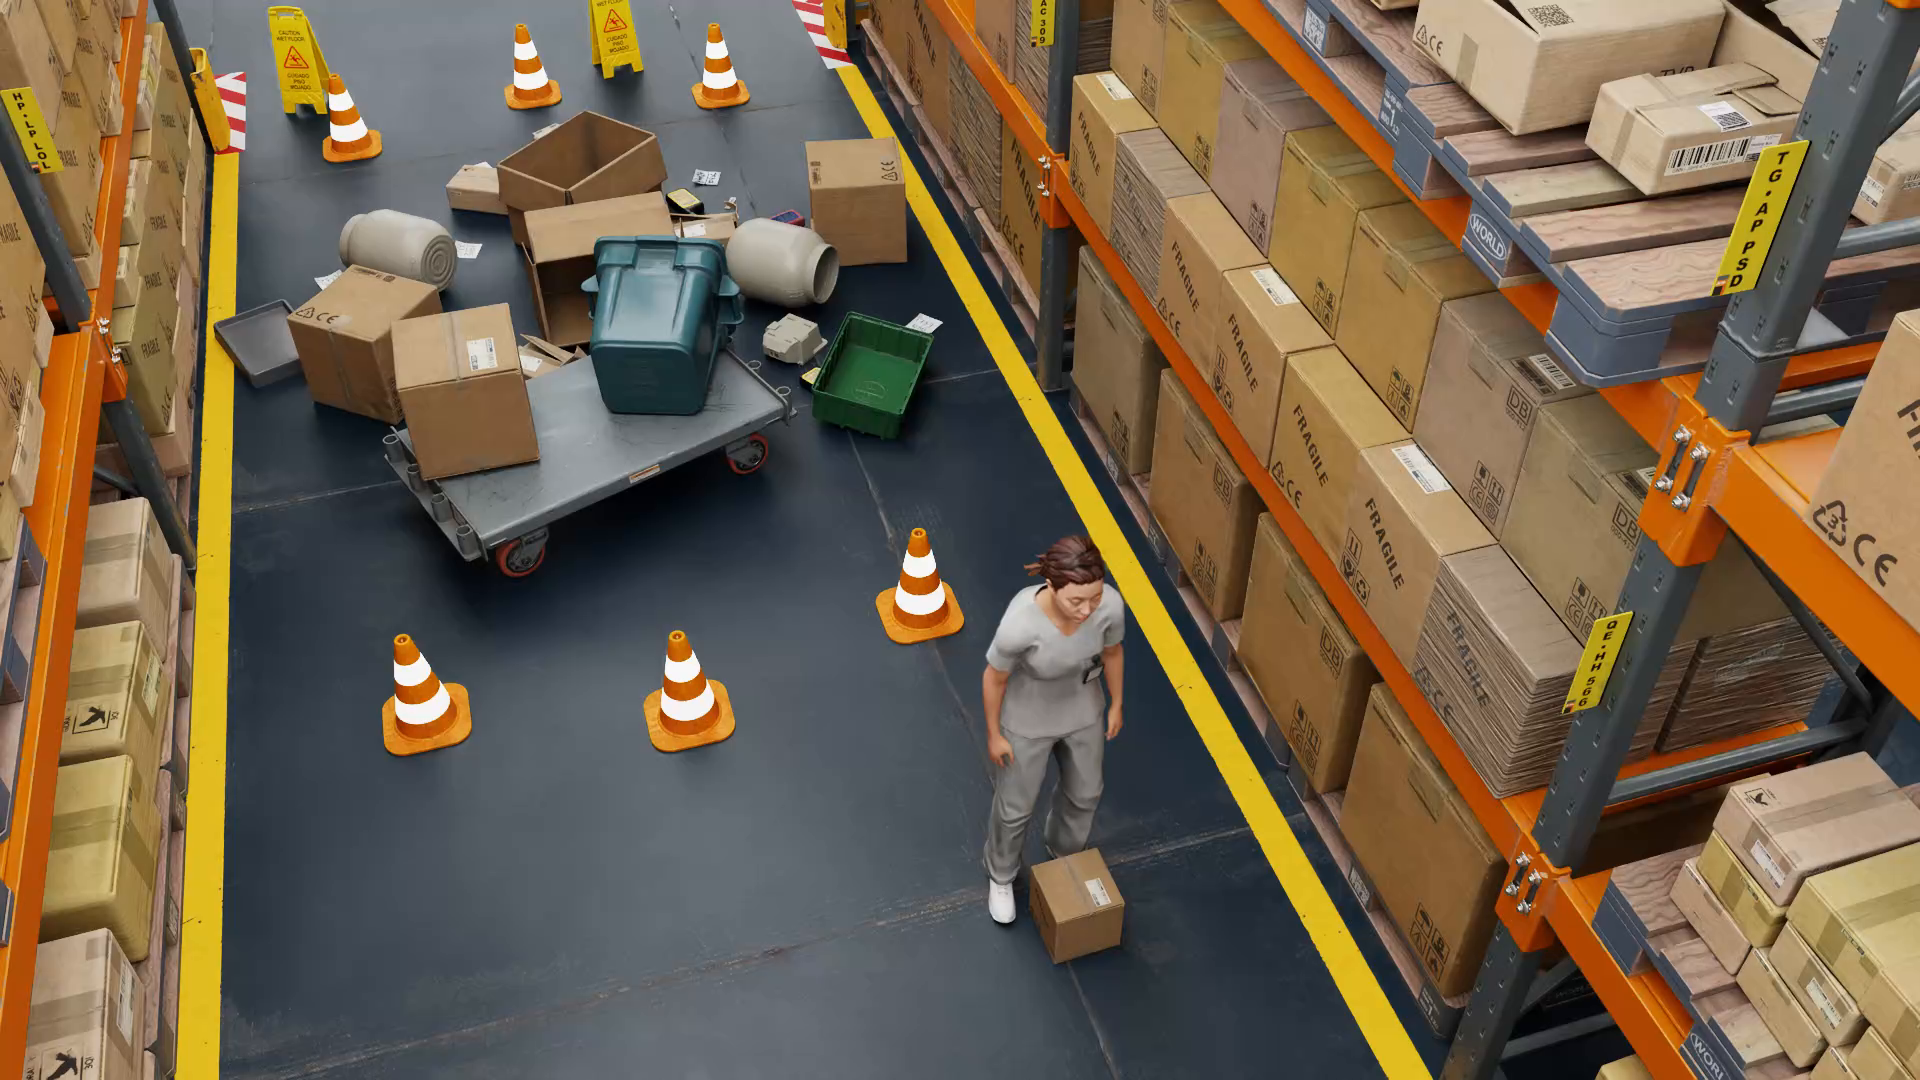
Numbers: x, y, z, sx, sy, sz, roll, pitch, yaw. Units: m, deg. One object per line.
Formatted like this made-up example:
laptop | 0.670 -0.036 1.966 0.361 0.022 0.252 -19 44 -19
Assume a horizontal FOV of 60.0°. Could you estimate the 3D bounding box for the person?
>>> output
person | 0.310 0.600 5.505 0.496 1.673 0.355 -13 44 -14
